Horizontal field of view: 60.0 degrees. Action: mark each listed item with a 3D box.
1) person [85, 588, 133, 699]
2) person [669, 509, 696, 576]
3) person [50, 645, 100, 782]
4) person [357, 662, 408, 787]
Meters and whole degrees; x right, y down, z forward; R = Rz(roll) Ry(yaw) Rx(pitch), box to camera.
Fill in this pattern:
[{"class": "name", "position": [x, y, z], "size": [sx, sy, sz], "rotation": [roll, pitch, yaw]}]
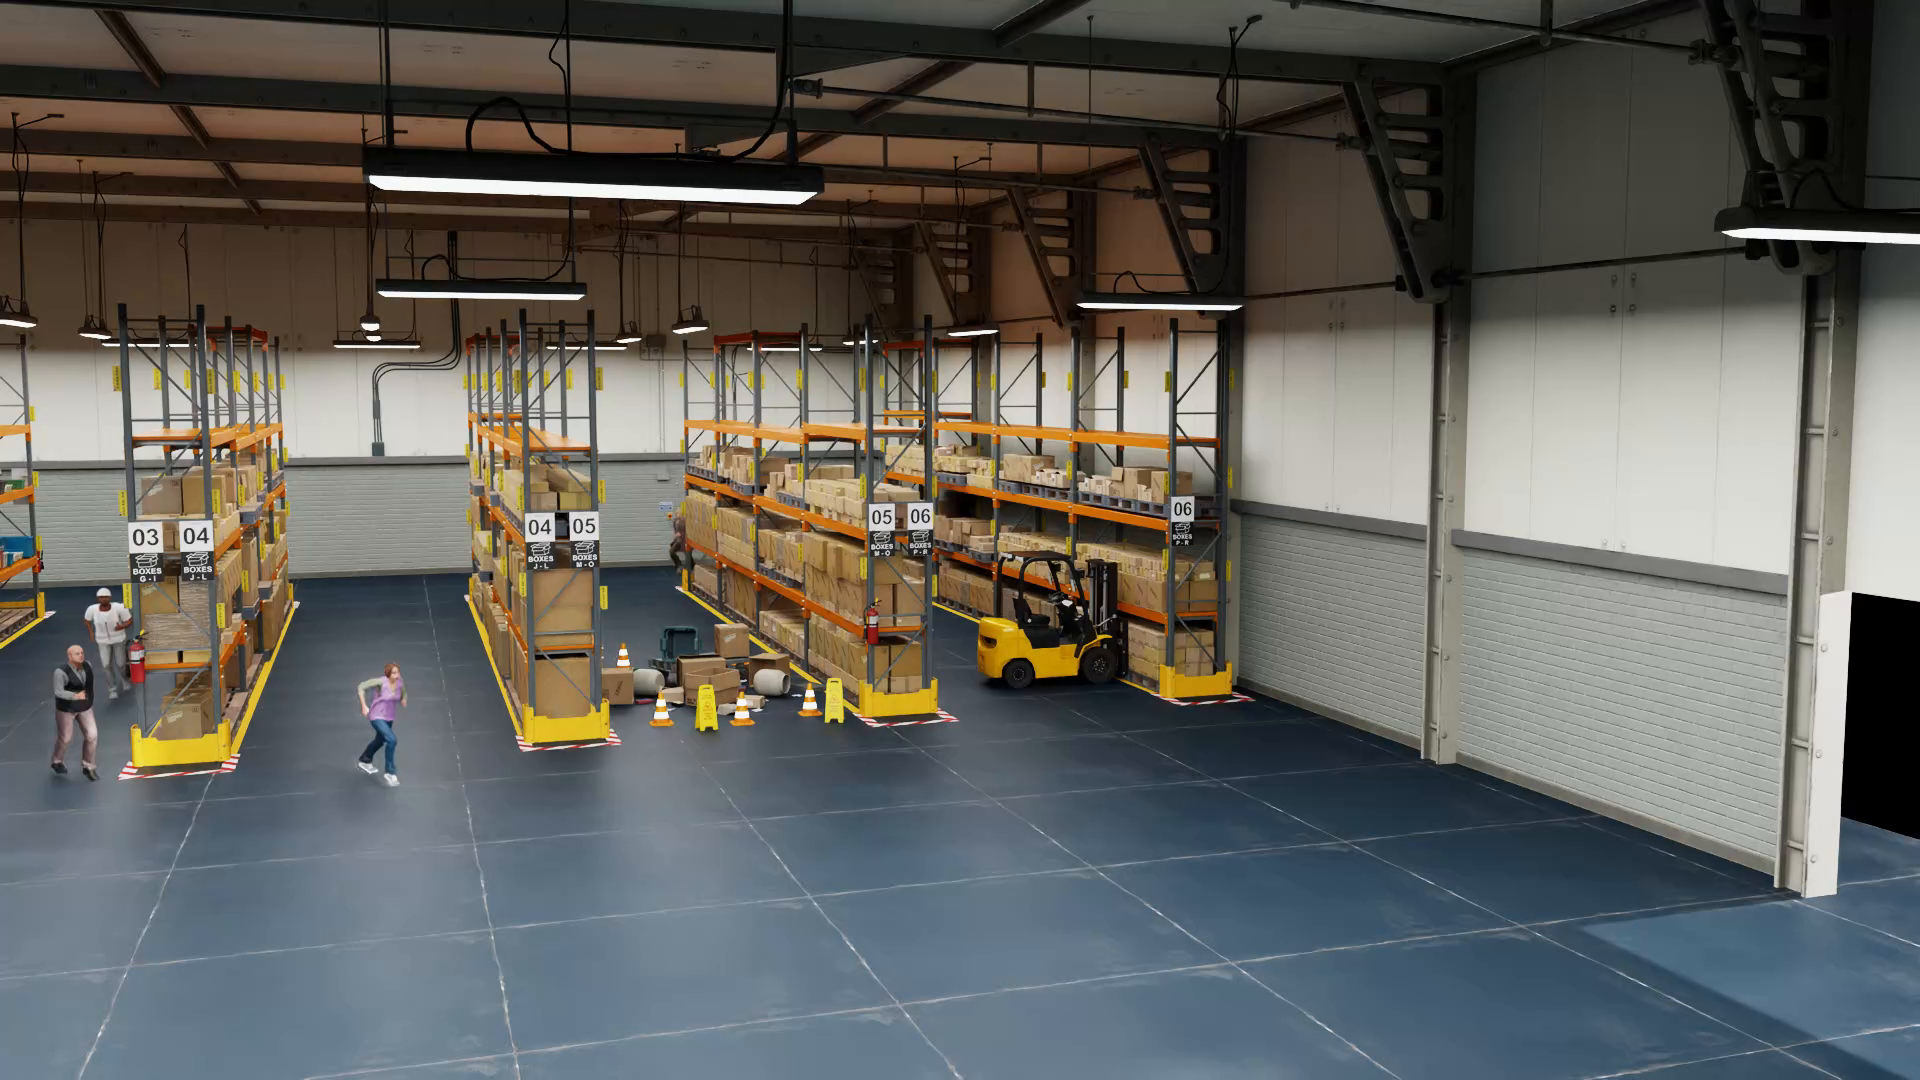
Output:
[{"class": "person", "position": [-13.507, 1.614, 26.409], "size": [0.695, 1.738, 0.870], "rotation": [-2, 6, -24]}, {"class": "person", "position": [-7.202, 0.056, 43.160], "size": [0.732, 1.749, 0.913], "rotation": [4, 7, 38]}, {"class": "person", "position": [-11.106, 2.180, 20.872], "size": [1.028, 1.757, 0.599], "rotation": [4, 7, 34]}, {"class": "person", "position": [-7.247, 2.295, 20.795], "size": [0.878, 1.533, 0.567], "rotation": [4, 6, 33]}]
